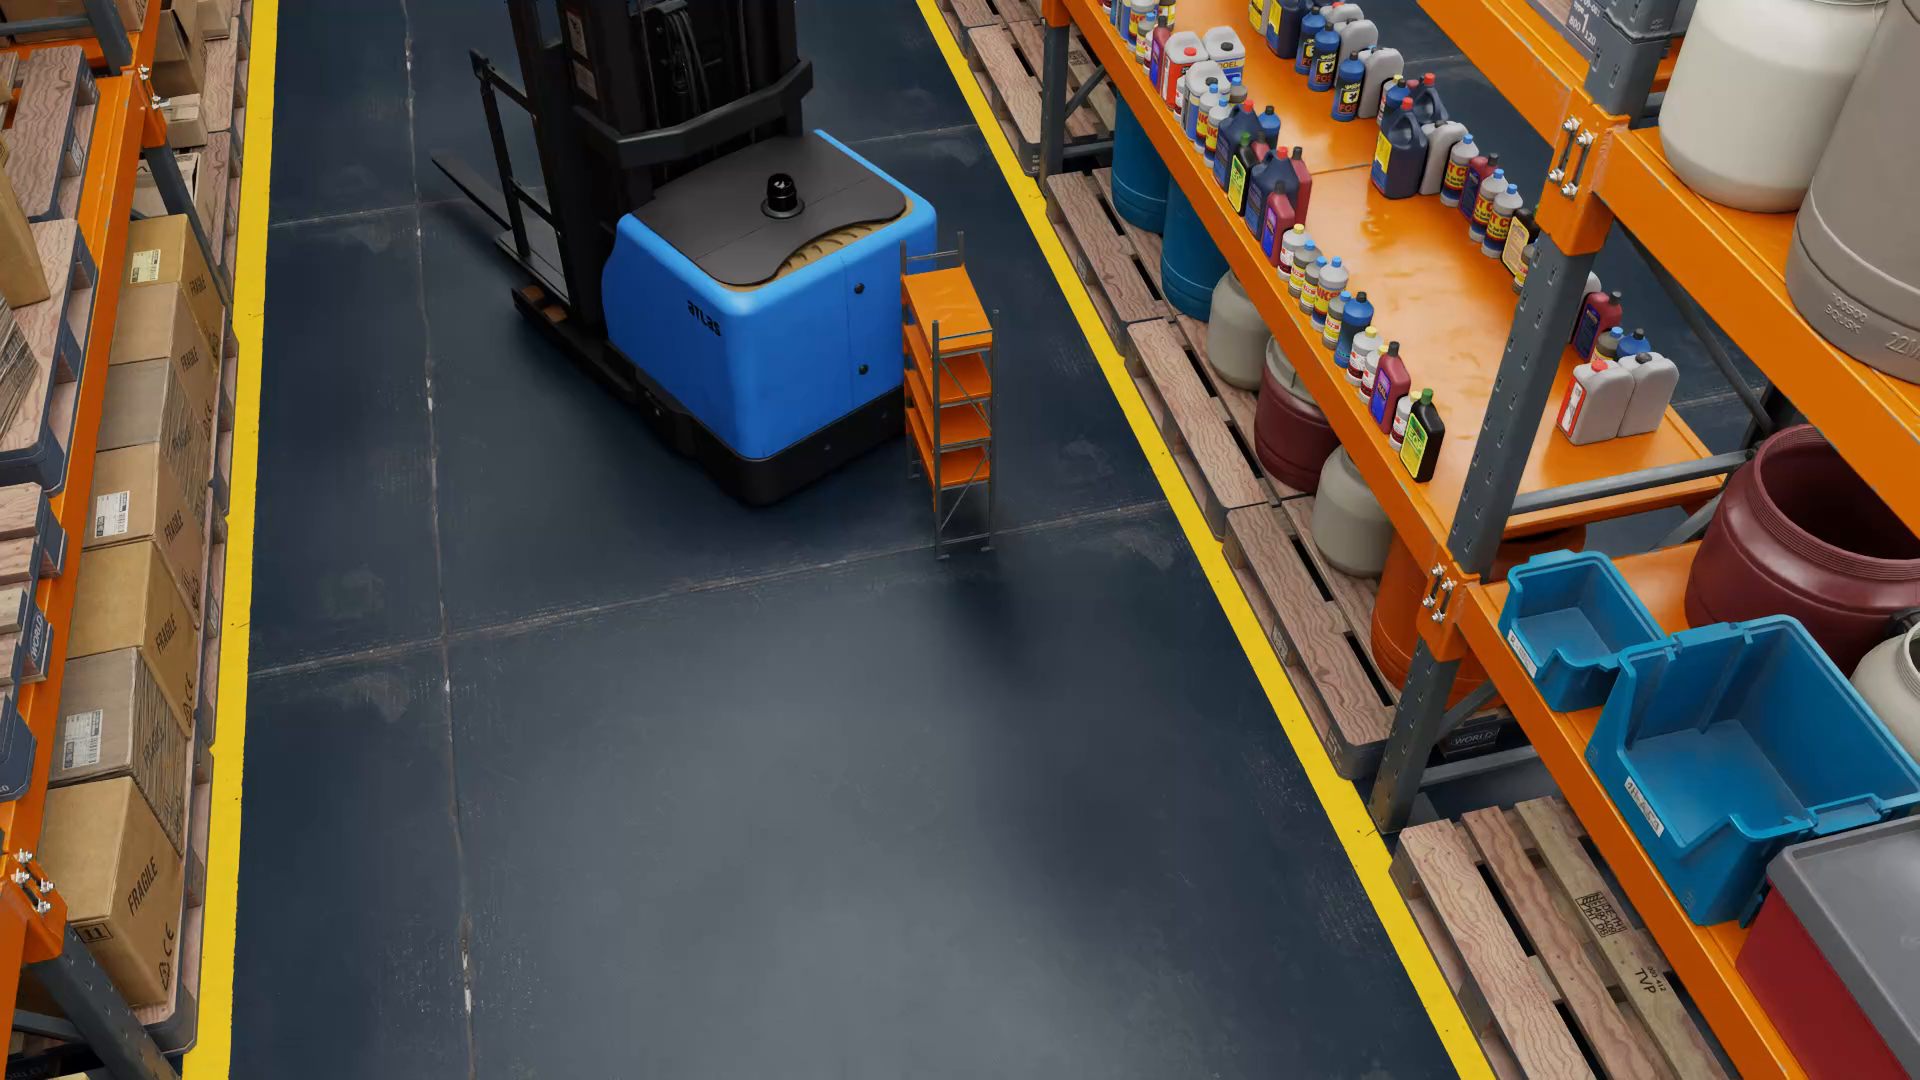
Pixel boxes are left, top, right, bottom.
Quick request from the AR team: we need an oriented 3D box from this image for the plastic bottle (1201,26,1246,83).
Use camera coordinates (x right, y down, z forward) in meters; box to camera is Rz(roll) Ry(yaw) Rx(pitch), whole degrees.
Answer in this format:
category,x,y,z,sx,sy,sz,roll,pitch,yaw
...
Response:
category,x,y,z,sx,sy,sz,roll,pitch,yaw
plastic bottle,1.034,-1.876,6.576,0.152,0.276,0.135,-11,47,-10

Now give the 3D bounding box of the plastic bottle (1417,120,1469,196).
category,x,y,z,sx,sy,sz,roll,pitch,yaw
plastic bottle,1.770,-1.431,6.139,0.152,0.276,0.135,-11,47,-10

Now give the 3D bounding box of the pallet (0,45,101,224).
category,x,y,z,sx,sy,sz,roll,pitch,yaw
pallet,-3.790,-1.379,6.135,1.003,0.211,1.213,-11,47,-10

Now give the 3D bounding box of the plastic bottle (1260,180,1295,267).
category,x,y,z,sx,sy,sz,roll,pitch,yaw
plastic bottle,1.115,-1.108,5.818,0.061,0.283,0.133,-11,47,-10

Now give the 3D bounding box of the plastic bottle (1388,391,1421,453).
category,x,y,z,sx,sy,sz,roll,pitch,yaw
plastic bottle,1.396,-0.374,5.155,0.097,0.201,0.097,0,46,0

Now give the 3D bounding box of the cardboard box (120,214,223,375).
category,x,y,z,sx,sy,sz,roll,pitch,yaw
cardboard box,-3.486,-1.008,7.080,0.500,0.500,0.500,-11,47,-11

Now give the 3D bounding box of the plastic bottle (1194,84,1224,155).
category,x,y,z,sx,sy,sz,roll,pitch,yaw
plastic bottle,0.950,-1.602,6.310,0.097,0.271,0.097,0,46,0

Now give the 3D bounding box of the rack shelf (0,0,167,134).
category,x,y,z,sx,sy,sz,roll,pitch,yaw
rack shelf,-4.402,-3.146,8.237,1.077,0.370,4.000,-11,47,-10

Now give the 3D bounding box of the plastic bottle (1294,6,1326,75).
category,x,y,z,sx,sy,sz,roll,pitch,yaw
plastic bottle,1.420,-2.026,6.726,0.097,0.271,0.097,0,46,0

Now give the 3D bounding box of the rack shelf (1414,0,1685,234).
category,x,y,z,sx,sy,sz,roll,pitch,yaw
rack shelf,1.412,-2.338,5.344,1.077,0.370,4.000,-11,47,-10

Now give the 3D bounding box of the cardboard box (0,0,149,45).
category,x,y,z,sx,sy,sz,roll,pitch,yaw
cardboard box,-3.757,-2.454,6.985,0.500,0.500,0.500,-10,46,-9

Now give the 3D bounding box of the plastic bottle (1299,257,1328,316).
category,x,y,z,sx,sy,sz,roll,pitch,yaw
plastic bottle,1.212,-0.869,5.641,0.097,0.201,0.097,0,46,0

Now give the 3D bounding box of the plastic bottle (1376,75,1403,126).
category,x,y,z,sx,sy,sz,roll,pitch,yaw
plastic bottle,1.686,-1.710,6.464,0.097,0.201,0.097,0,46,0

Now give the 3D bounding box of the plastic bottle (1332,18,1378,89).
category,x,y,z,sx,sy,sz,roll,pitch,yaw
plastic bottle,1.570,-1.971,6.668,0.152,0.276,0.135,-11,47,-10

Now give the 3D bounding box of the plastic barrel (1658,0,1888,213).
category,x,y,z,sx,sy,sz,roll,pitch,yaw
plastic barrel,1.707,-0.977,3.429,0.421,0.512,0.421,0,46,0

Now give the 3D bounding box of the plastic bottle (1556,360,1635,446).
category,x,y,z,sx,sy,sz,roll,pitch,yaw
plastic bottle,1.978,-0.446,5.173,0.152,0.276,0.135,-11,47,-10

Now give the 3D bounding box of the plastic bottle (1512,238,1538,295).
category,x,y,z,sx,sy,sz,roll,pitch,yaw
plastic bottle,1.970,-0.944,5.714,0.097,0.201,0.097,0,46,0

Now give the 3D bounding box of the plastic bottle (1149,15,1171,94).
category,x,y,z,sx,sy,sz,roll,pitch,yaw
plastic bottle,0.809,-1.935,6.628,0.061,0.283,0.133,-11,47,-10

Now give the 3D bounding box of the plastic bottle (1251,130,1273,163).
category,x,y,z,sx,sy,sz,roll,pitch,yaw
plastic bottle,1.092,-1.339,6.044,0.061,0.283,0.133,-11,47,-10

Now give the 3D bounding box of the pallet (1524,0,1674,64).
category,x,y,z,sx,sy,sz,roll,pitch,yaw
pallet,1.822,-1.689,4.337,1.003,0.211,1.213,-11,47,-10

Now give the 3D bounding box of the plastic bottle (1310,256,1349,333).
category,x,y,z,sx,sy,sz,roll,pitch,yaw
plastic bottle,1.237,-0.826,5.550,0.097,0.271,0.097,0,46,0

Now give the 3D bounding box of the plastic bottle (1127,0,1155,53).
category,x,y,z,sx,sy,sz,roll,pitch,yaw
plastic bottle,0.747,-2.149,6.845,0.097,0.271,0.097,0,46,0

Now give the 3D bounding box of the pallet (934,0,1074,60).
category,x,y,z,sx,sy,sz,roll,pitch,yaw
pallet,0.358,-3.289,9.825,1.003,0.211,1.213,-11,47,-10

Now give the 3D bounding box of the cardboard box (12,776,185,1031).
category,x,y,z,sx,sy,sz,roll,pitch,yaw
cardboard box,-2.706,1.099,5.015,0.500,0.500,0.500,-9,46,-9

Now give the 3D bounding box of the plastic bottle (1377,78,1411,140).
category,x,y,z,sx,sy,sz,roll,pitch,yaw
plastic bottle,1.661,-1.631,6.338,0.097,0.271,0.097,0,46,0

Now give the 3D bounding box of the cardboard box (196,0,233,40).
category,x,y,z,sx,sy,sz,roll,pitch,yaw
cardboard box,-4.322,-2.979,9.186,0.500,0.250,0.500,-11,47,-10

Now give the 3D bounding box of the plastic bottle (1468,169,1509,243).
category,x,y,z,sx,sy,sz,roll,pitch,yaw
plastic bottle,1.886,-1.195,5.911,0.097,0.271,0.097,0,46,0

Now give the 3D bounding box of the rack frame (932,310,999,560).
category,x,y,z,sx,sy,sz,roll,pitch,yaw
rack frame,0.020,-0.366,6.268,0.240,1.200,0.015,-11,47,-10

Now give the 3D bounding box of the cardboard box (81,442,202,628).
category,x,y,z,sx,sy,sz,roll,pitch,yaw
cardboard box,-3.107,0.032,6.061,0.500,0.500,0.500,-12,47,-12

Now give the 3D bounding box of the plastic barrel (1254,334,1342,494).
category,x,y,z,sx,sy,sz,roll,pitch,yaw
plastic barrel,1.493,-0.576,6.609,0.600,0.588,0.708,-11,47,-10

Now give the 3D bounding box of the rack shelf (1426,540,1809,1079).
category,x,y,z,sx,sy,sz,roll,pitch,yaw
rack shelf,2.436,1.474,3.709,1.077,0.370,4.000,-11,47,-10

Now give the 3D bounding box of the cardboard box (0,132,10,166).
category,x,y,z,sx,sy,sz,roll,pitch,yaw
cardboard box,-3.747,-1.368,5.627,0.700,0.500,0.500,-4,46,-4

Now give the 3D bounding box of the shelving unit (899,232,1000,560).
category,x,y,z,sx,sy,sz,roll,pitch,yaw
shelving unit,-0.042,-0.534,6.433,0.258,1.200,0.503,-11,47,-10

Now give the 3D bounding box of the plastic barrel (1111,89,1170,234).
category,x,y,z,sx,sy,sz,roll,pitch,yaw
plastic barrel,1.023,-1.954,7.740,0.600,0.901,0.708,-11,47,-10

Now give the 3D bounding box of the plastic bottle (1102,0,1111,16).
category,x,y,z,sx,sy,sz,roll,pitch,yaw
plastic bottle,0.663,-2.351,7.093,0.097,0.201,0.097,0,46,0

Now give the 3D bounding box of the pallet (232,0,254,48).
category,x,y,z,sx,sy,sz,roll,pitch,yaw
pallet,-4.689,-3.200,9.739,1.003,0.211,1.213,-11,47,-10

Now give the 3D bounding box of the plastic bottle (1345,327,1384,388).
category,x,y,z,sx,sy,sz,roll,pitch,yaw
plastic bottle,1.312,-0.600,5.377,0.097,0.201,0.097,0,46,0

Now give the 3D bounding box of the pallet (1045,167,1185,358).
category,x,y,z,sx,sy,sz,roll,pitch,yaw
pallet,1.057,-1.404,7.978,1.003,0.211,1.213,-11,47,-10

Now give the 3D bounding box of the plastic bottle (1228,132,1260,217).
category,x,y,z,sx,sy,sz,roll,pitch,yaw
plastic bottle,1.034,-1.328,6.033,0.061,0.283,0.133,-11,47,-10

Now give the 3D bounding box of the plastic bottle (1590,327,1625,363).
category,x,y,z,sx,sy,sz,roll,pitch,yaw
plastic bottle,2.097,-0.600,5.376,0.097,0.201,0.097,0,46,0

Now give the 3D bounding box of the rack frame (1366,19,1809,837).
category,x,y,z,sx,sy,sz,roll,pitch,yaw
rack frame,1.924,-0.159,4.806,1.000,3.000,0.127,-11,47,-10

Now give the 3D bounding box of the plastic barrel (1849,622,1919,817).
category,x,y,z,sx,sy,sz,roll,pitch,yaw
plastic barrel,2.394,0.473,4.108,0.421,0.512,0.421,0,46,0

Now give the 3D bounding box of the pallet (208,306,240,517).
category,x,y,z,sx,sy,sz,roll,pitch,yaw
pallet,-3.645,-0.487,7.079,1.003,0.211,1.213,-11,47,-10

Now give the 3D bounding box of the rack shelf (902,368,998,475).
category,x,y,z,sx,sy,sz,roll,pitch,yaw
rack shelf,-0.042,-0.487,6.482,0.258,0.148,0.480,-11,47,-10

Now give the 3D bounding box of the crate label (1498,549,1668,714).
category,x,y,z,sx,sy,sz,roll,pitch,yaw
crate label,1.669,0.259,4.513,0.303,0.233,0.416,-11,47,-10

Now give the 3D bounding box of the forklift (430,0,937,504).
category,x,y,z,sx,sy,sz,roll,pitch,yaw
forklift,-1.420,-2.152,6.807,1.130,2.935,3.031,-32,53,-27
